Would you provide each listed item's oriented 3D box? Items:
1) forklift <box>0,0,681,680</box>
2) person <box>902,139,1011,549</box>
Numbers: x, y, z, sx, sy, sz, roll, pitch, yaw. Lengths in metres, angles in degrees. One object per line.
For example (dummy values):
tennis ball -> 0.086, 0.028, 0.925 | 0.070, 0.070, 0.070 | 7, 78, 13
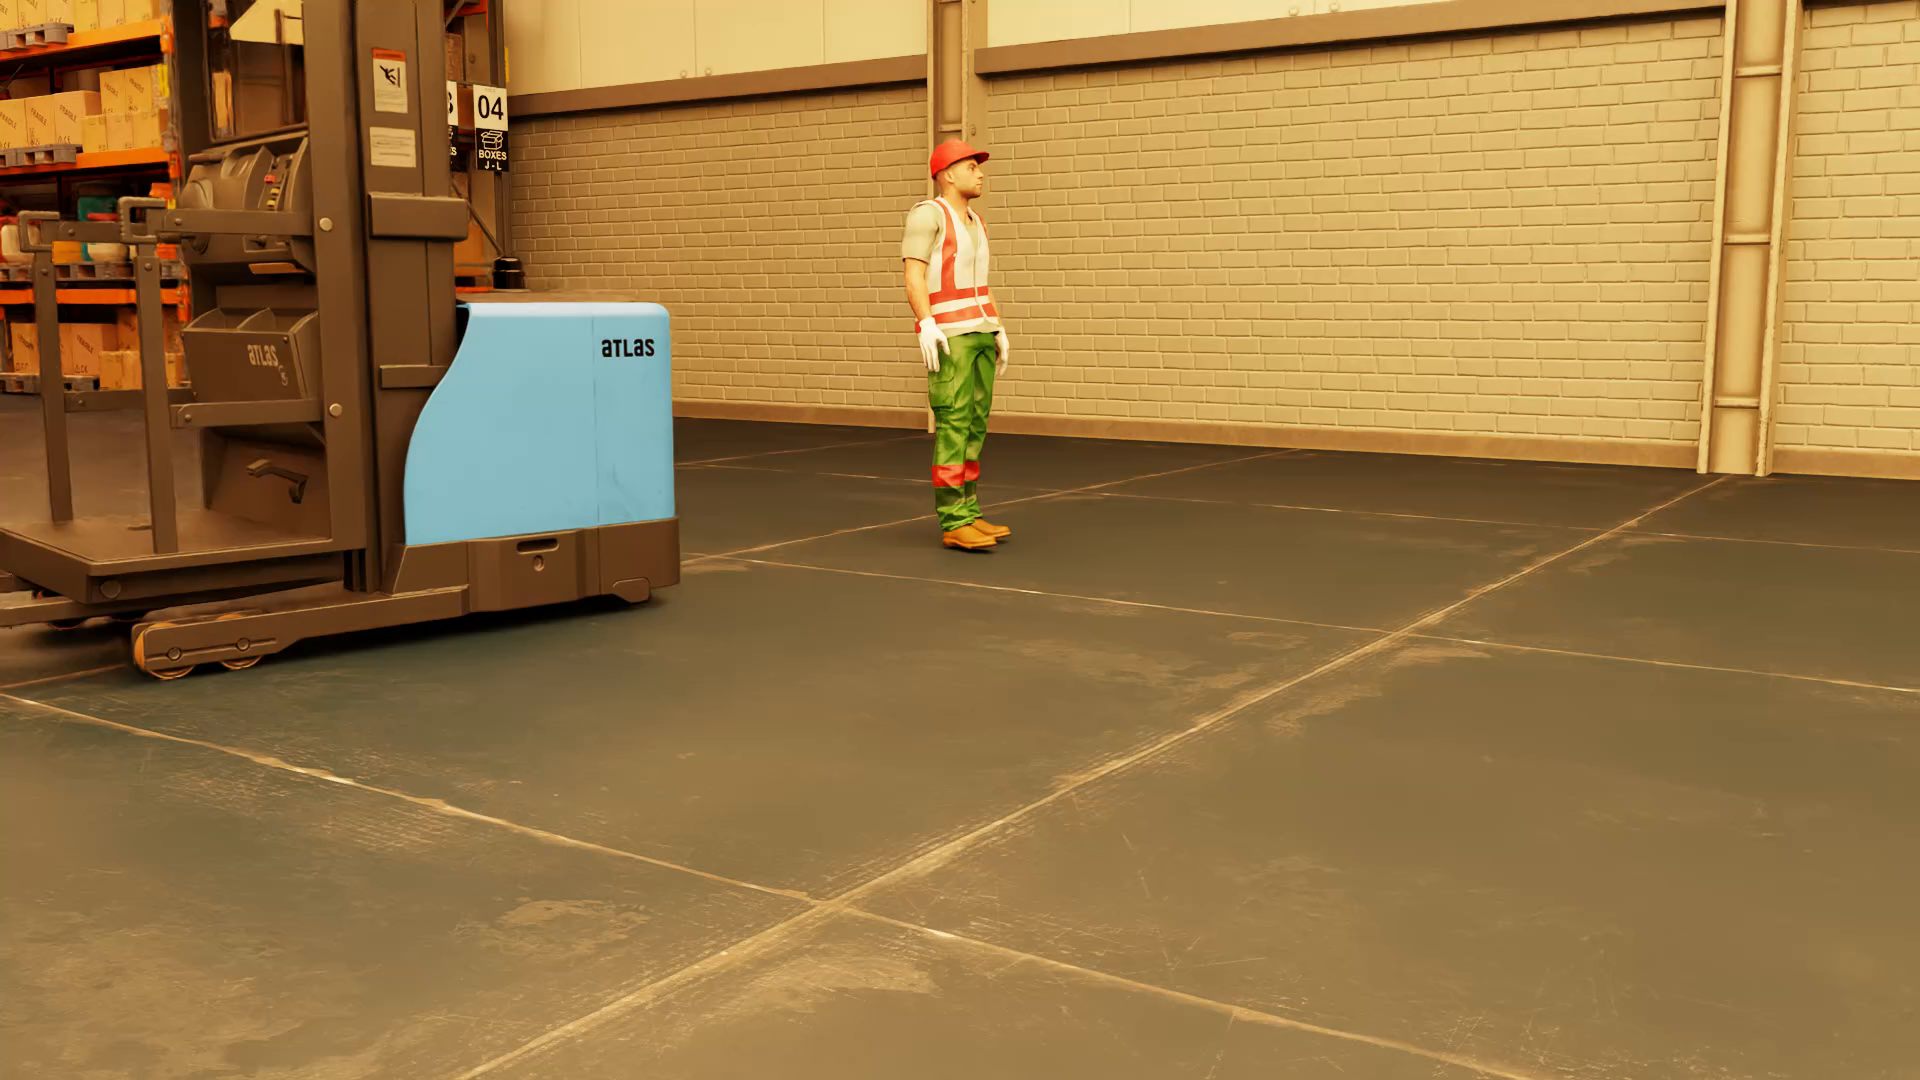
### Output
forklift -> -2.426, -1.132, 5.150 | 3.031, 2.935, 1.130 | -8, 11, -43
person -> 0.060, -0.885, 7.422 | 0.562, 1.790, 0.637 | 5, 10, 34
